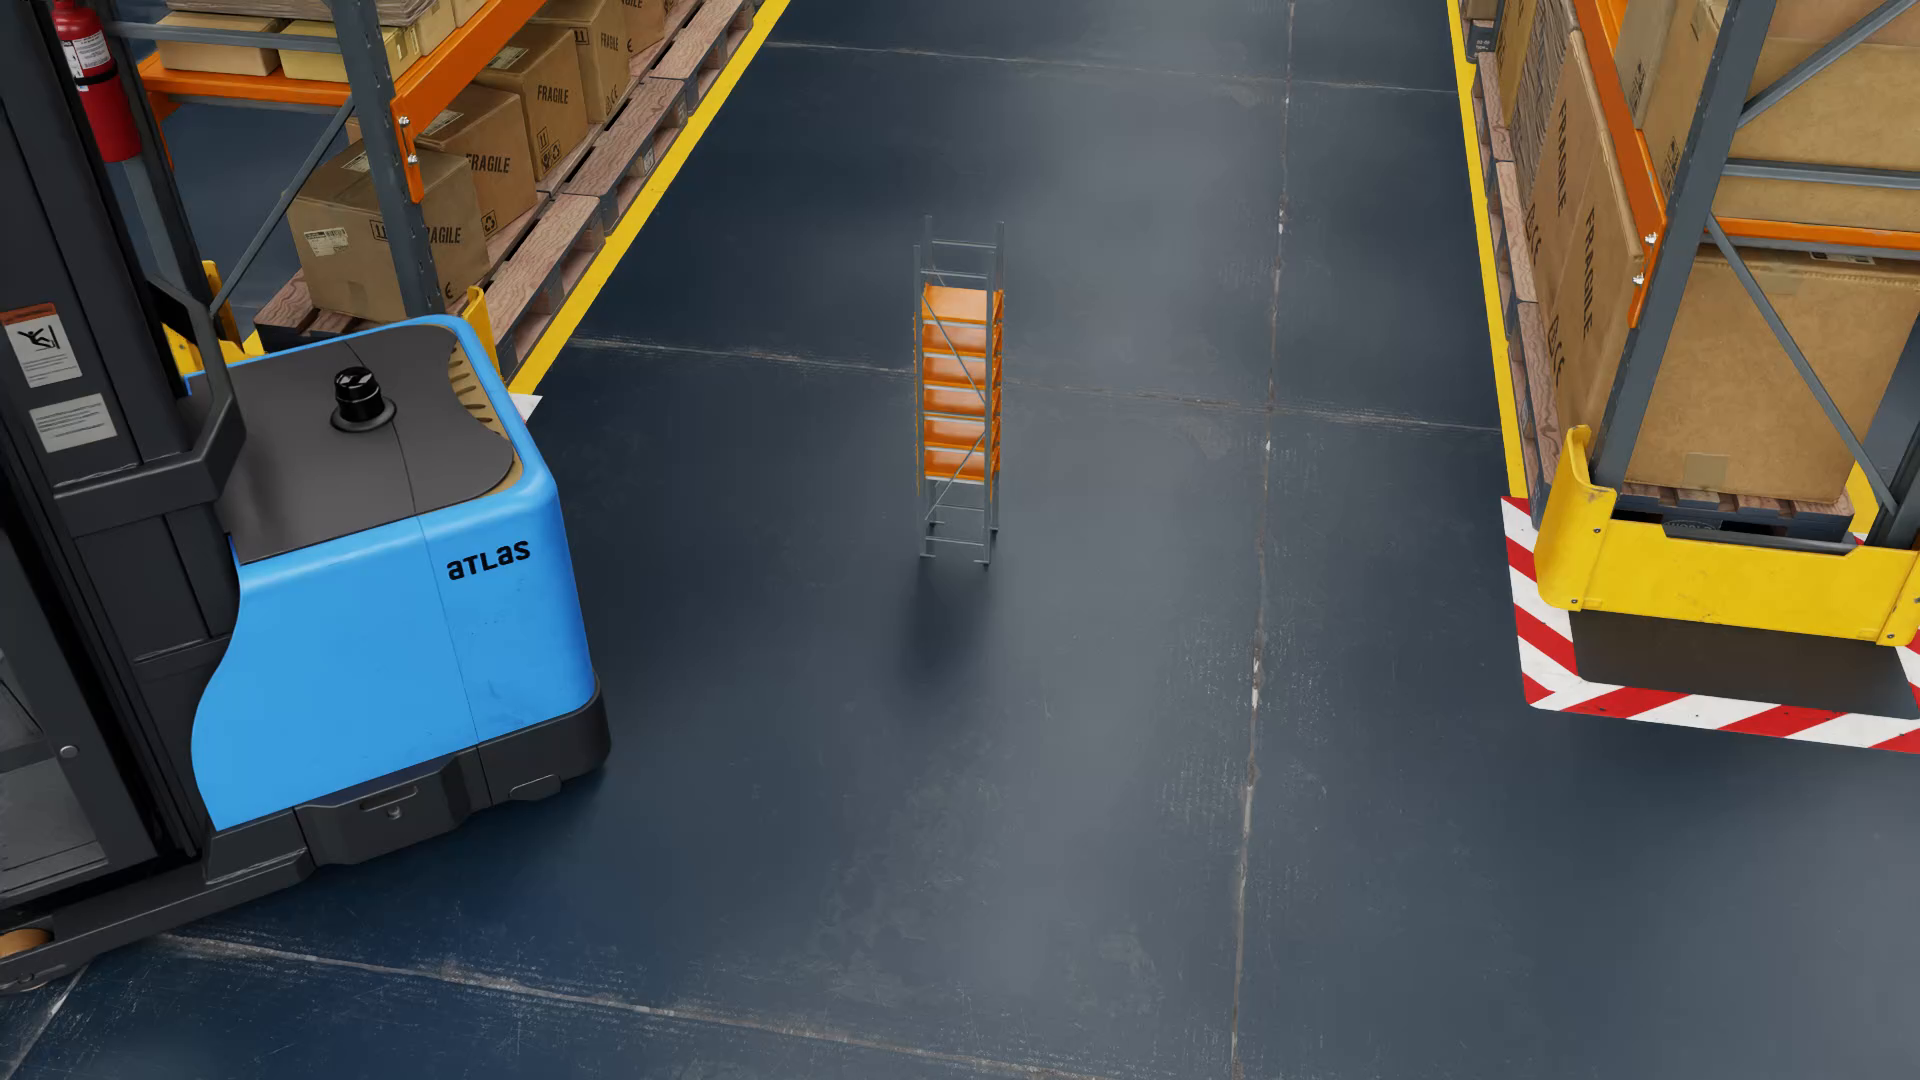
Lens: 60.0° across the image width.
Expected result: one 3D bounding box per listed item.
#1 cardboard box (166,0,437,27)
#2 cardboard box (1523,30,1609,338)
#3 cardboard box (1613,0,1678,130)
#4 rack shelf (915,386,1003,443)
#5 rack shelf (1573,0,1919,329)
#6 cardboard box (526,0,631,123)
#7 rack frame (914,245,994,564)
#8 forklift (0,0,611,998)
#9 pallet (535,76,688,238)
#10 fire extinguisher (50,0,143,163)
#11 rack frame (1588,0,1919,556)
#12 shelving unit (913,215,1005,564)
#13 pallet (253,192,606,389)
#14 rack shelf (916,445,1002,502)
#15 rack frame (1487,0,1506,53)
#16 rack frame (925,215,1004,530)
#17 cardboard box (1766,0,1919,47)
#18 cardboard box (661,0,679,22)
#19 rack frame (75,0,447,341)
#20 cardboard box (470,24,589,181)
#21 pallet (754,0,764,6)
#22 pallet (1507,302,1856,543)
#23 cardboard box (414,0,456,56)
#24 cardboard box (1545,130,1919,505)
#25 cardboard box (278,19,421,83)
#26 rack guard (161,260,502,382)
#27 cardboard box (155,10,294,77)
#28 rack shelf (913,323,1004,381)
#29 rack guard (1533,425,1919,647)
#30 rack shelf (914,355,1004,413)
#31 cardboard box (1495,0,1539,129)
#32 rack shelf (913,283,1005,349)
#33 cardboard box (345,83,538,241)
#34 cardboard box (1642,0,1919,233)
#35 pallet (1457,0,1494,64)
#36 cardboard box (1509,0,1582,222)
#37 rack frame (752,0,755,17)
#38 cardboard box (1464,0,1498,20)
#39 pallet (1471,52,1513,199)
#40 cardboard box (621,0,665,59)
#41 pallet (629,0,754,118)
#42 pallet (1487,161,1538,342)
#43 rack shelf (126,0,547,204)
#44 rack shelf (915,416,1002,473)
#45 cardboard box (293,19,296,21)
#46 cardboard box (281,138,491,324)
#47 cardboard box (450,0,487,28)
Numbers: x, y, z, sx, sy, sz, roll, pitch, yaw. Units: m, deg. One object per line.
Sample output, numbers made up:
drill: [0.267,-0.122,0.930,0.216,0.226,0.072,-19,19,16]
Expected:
cardboard box: [-2.220,-2.101,5.625,0.875,0.500,0.500,6,40,8]
cardboard box: [2.728,-1.323,6.334,0.875,0.875,0.875,6,40,7]
cardboard box: [2.619,-1.638,5.260,0.875,0.550,0.550,6,40,8]
rack shelf: [-0.002,-0.419,5.385,0.258,0.103,0.180,6,40,8]
rack shelf: [2.872,-1.973,6.347,1.077,0.370,4.000,6,40,8]
cardboard box: [-1.880,-2.309,7.821,0.500,0.500,0.500,3,40,4]
rack frame: [-0.018,-0.396,5.287,0.240,1.200,0.006,6,40,8]
forklift: [-2.577,-0.286,3.796,3.031,2.935,1.130,-18,43,-21]
pallet: [-1.940,-1.848,7.819,1.003,0.211,1.213,6,40,8]
fire extinguisher: [-2.815,-1.554,5.337,0.296,0.674,0.183,6,40,8]
rack frame: [2.526,-0.995,4.599,1.000,3.000,0.127,6,40,8]
shelving unit: [-0.002,-0.453,5.357,0.258,1.200,0.189,6,40,8]
pallet: [-2.153,-1.084,6.896,1.003,0.211,1.213,6,40,8]
rack shelf: [-0.003,-0.234,5.538,0.258,0.103,0.180,6,40,8]
rack frame: [3.218,-3.505,7.636,1.000,3.000,0.127,6,40,8]
rack frame: [0.013,-0.511,5.426,0.240,1.200,0.006,6,40,8]
cardboard box: [2.628,-1.698,4.484,0.875,0.550,0.550,6,40,8]
cardboard box: [-1.758,-3.067,8.738,0.500,0.500,0.500,5,40,6]
rack frame: [-2.342,-1.605,5.338,1.000,3.000,0.127,6,40,8]
cardboard box: [-2.021,-1.964,7.403,0.500,0.500,0.500,10,41,12]
pallet: [-1.516,-3.530,9.854,1.003,0.211,1.213,6,40,8]
pallet: [2.587,-0.431,6.105,1.003,0.211,1.213,6,40,8]
cardboard box: [-1.995,-1.816,5.789,0.380,0.149,0.250,6,40,8]
cardboard box: [2.578,-0.771,5.666,0.875,0.875,0.875,7,40,8]
cardboard box: [-2.058,-1.661,5.602,0.380,0.149,0.250,6,40,8]
rack guard: [-2.329,-0.690,6.192,1.175,0.500,0.348,6,40,8]
cardboard box: [-2.496,-1.710,5.661,0.380,0.149,0.250,6,40,8]
rack shelf: [-0.002,-0.604,5.232,0.258,0.103,0.180,6,40,8]
rack guard: [2.522,-0.016,5.378,1.175,0.500,0.348,6,40,8]
rack shelf: [-0.002,-0.512,5.309,0.258,0.103,0.180,6,40,8]
cardboard box: [3.040,-2.461,7.711,0.875,0.875,0.875,7,40,8]
rack shelf: [-0.002,-0.697,5.156,0.258,0.103,0.180,6,40,8]
cardboard box: [-2.148,-1.573,6.930,0.500,0.500,0.500,17,42,19]
cardboard box: [2.545,-1.291,4.839,0.875,0.550,0.550,6,40,8]
pallet: [3.277,-2.923,9.120,1.003,0.211,1.213,6,40,8]
cardboard box: [2.888,-1.895,7.026,0.875,0.875,0.875,7,40,8]
rack frame: [-1.650,-4.116,8.374,1.000,3.000,0.127,6,40,8]
cardboard box: [3.237,-3.200,8.702,1.050,0.750,0.750,6,40,7]
pallet: [3.009,-1.962,7.957,1.003,0.211,1.213,6,40,8]
cardboard box: [-1.850,-2.707,8.302,0.500,0.500,0.500,19,43,21]
pallet: [-1.731,-2.616,8.748,1.003,0.211,1.213,6,40,8]
pallet: [2.801,-1.194,7.029,1.003,0.211,1.213,6,40,8]
rack shelf: [-1.996,-2.583,7.085,1.077,0.370,4.000,6,40,8]
rack shelf: [-0.003,-0.327,5.461,0.258,0.103,0.180,6,40,8]
cardboard box: [-2.452,-1.867,5.851,0.380,0.149,0.250,6,40,8]
cardboard box: [-2.217,-1.194,6.472,0.500,0.500,0.500,14,41,16]
cardboard box: [-1.937,-1.971,5.977,0.380,0.149,0.250,6,40,8]
